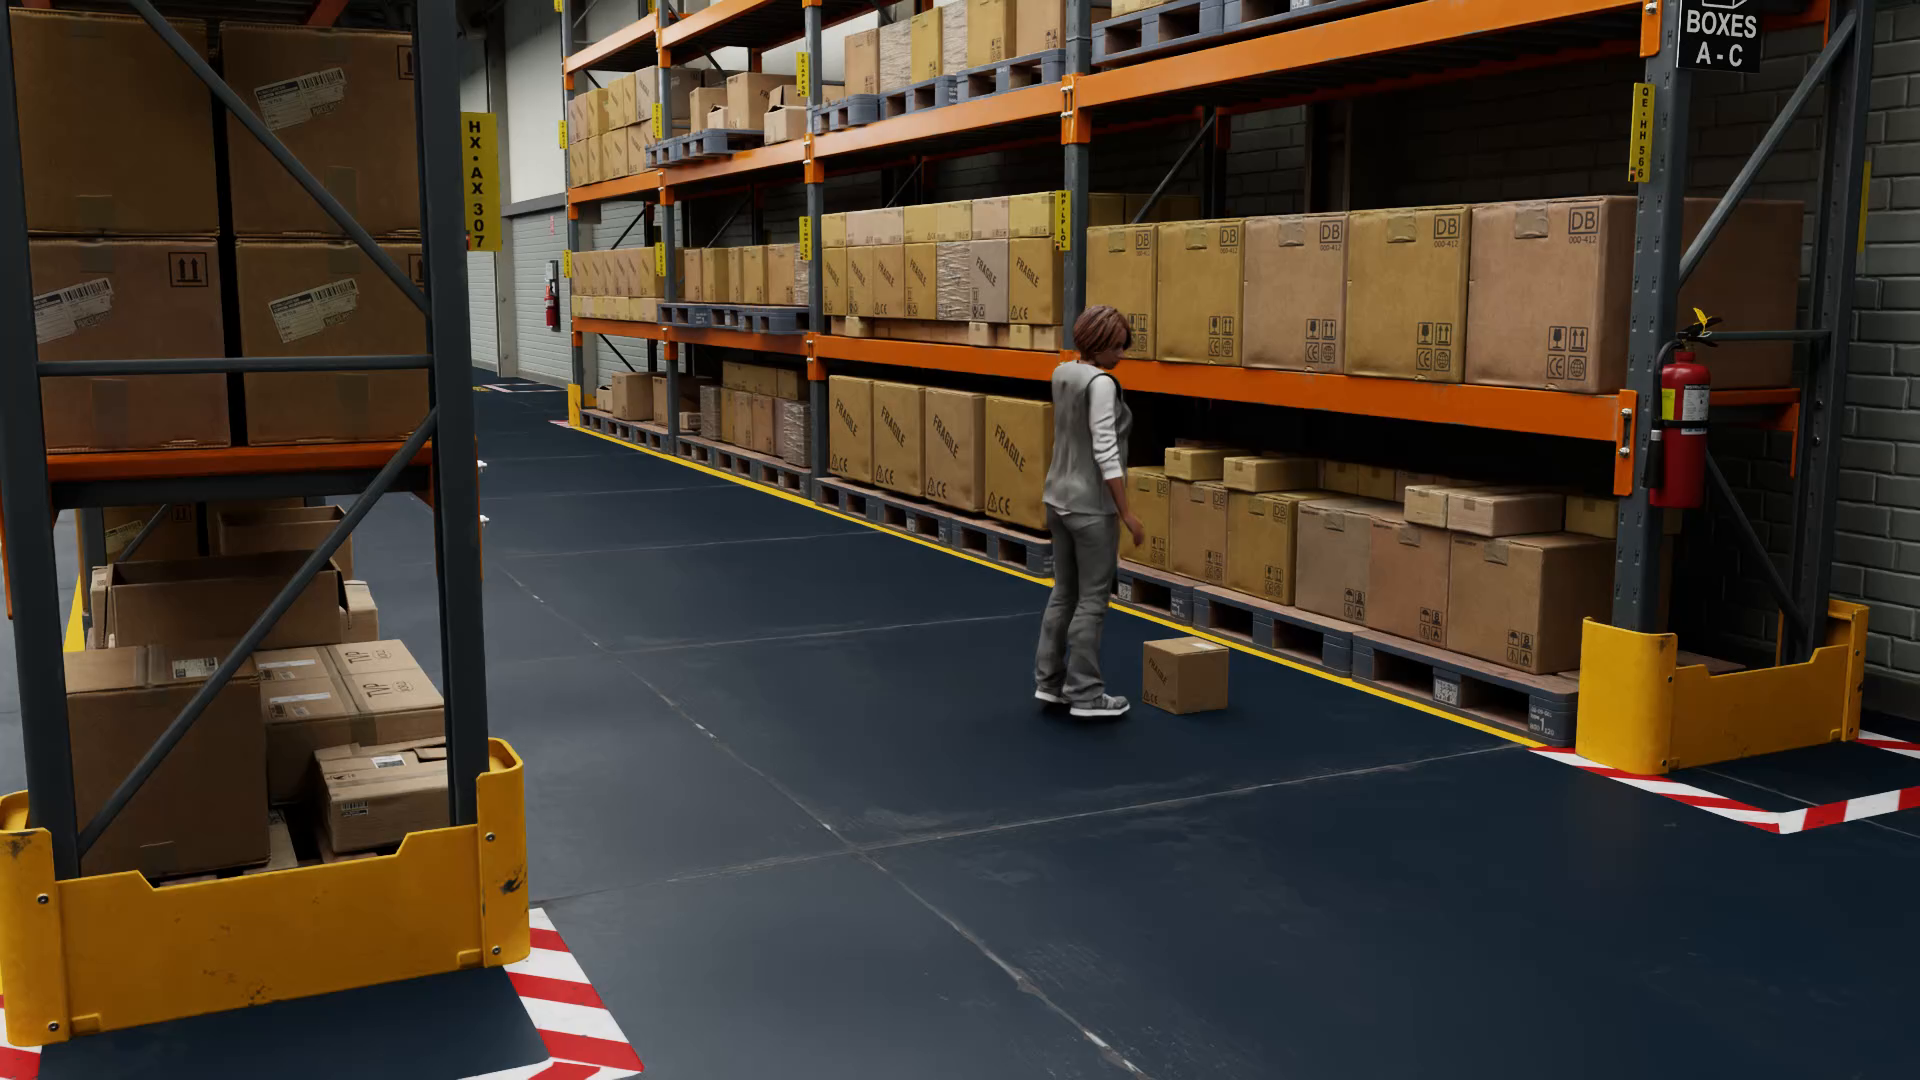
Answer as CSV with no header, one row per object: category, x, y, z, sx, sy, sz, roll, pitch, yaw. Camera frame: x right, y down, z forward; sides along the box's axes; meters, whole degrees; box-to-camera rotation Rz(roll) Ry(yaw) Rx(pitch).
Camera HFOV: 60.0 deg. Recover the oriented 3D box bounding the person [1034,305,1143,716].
person,0.496,-0.101,6.455,0.340,1.611,0.575,-4,10,-25
